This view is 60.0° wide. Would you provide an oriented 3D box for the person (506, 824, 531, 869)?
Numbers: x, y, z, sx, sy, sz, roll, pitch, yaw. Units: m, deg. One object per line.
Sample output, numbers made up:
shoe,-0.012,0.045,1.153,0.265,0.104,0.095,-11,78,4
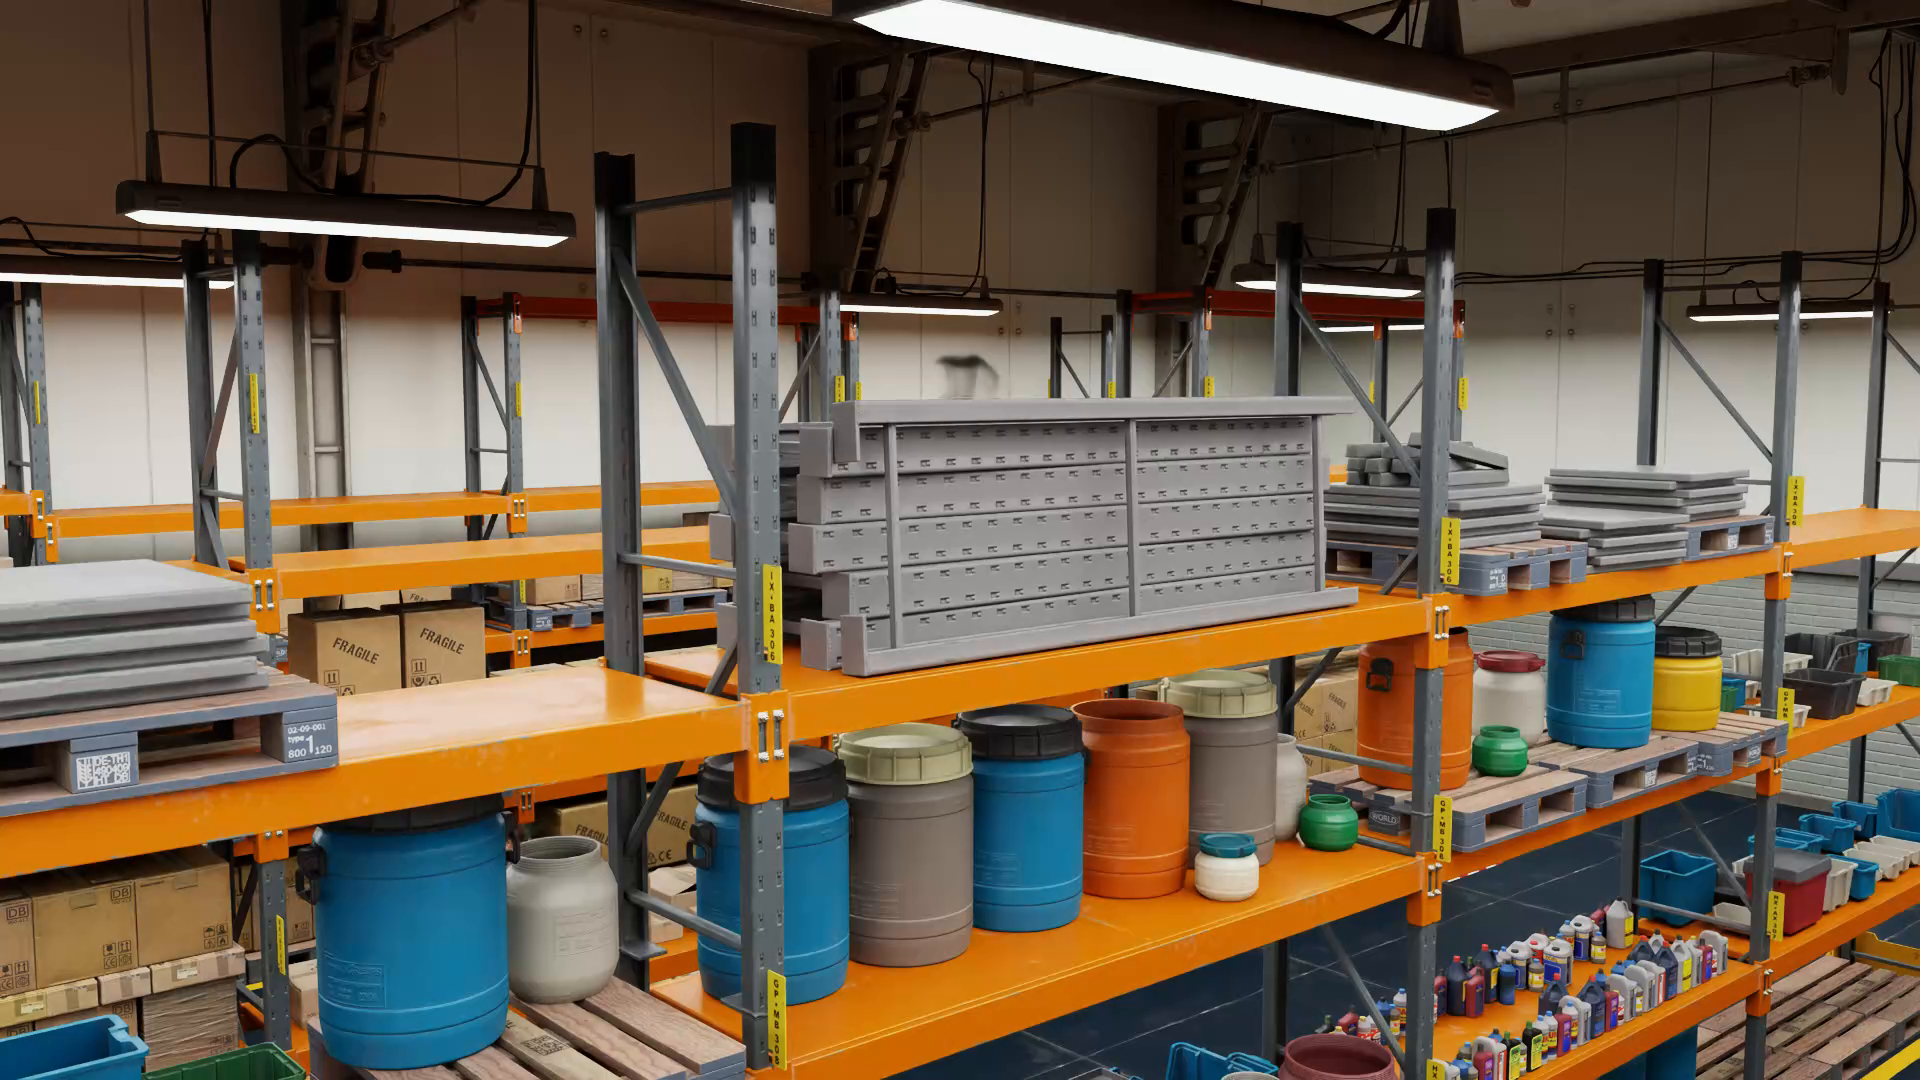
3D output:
person,-3.664,3.088,14.099,0.591,1.503,0.820,3,6,26
